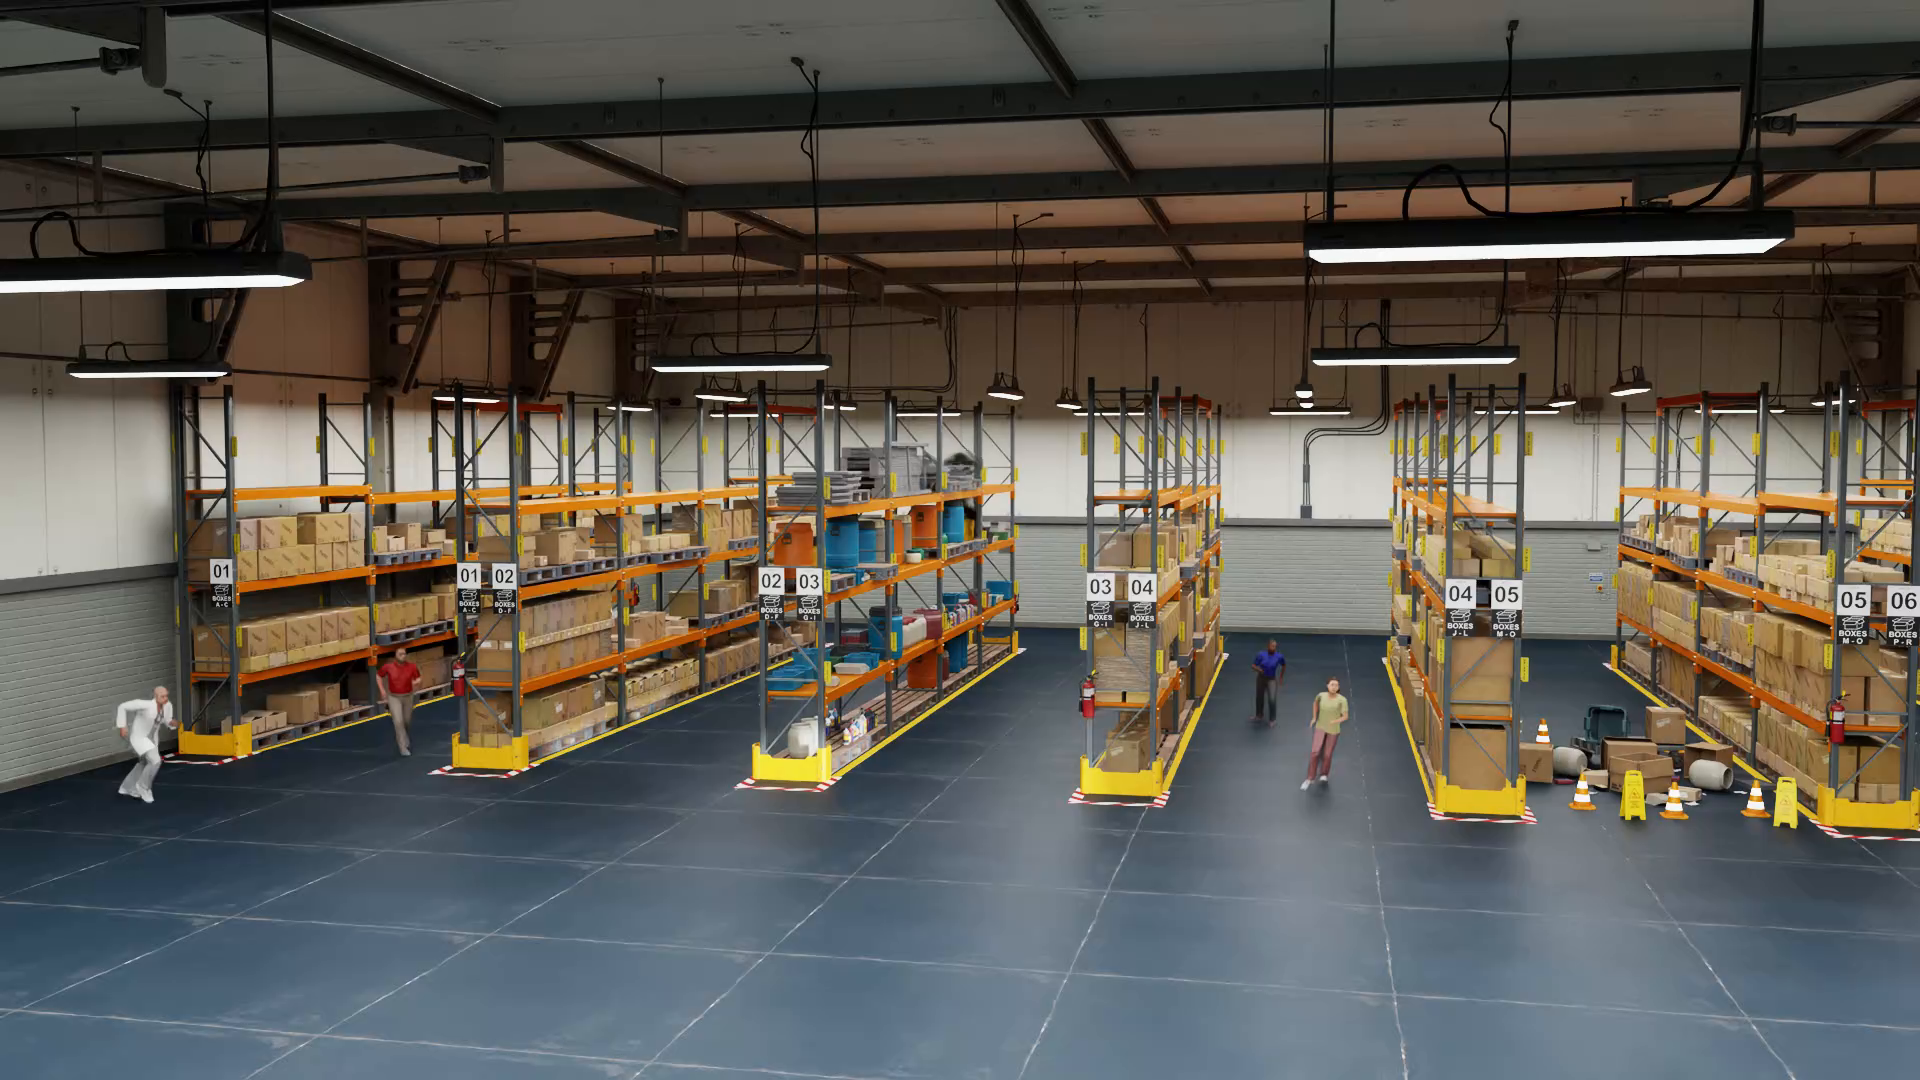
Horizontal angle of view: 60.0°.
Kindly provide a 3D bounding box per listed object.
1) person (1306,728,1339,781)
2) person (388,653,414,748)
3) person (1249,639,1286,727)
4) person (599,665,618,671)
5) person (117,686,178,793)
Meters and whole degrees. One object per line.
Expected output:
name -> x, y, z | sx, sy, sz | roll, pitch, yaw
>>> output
person -> 5.333, 3.069, 24.384 | 0.444, 0.891, 0.729 | 1, 3, 19
person -> -9.134, 2.595, 27.147 | 0.432, 1.557, 0.798 | -2, 4, -33
person -> 5.508, 2.563, 29.948 | 0.657, 1.595, 0.829 | 1, 3, 21
person -> -7.955, 2.133, 37.365 | 0.576, 1.621, 0.600 | -2, 4, -30
person -> -11.479, 2.822, 23.398 | 1.022, 1.554, 0.753 | 1, 3, 22
